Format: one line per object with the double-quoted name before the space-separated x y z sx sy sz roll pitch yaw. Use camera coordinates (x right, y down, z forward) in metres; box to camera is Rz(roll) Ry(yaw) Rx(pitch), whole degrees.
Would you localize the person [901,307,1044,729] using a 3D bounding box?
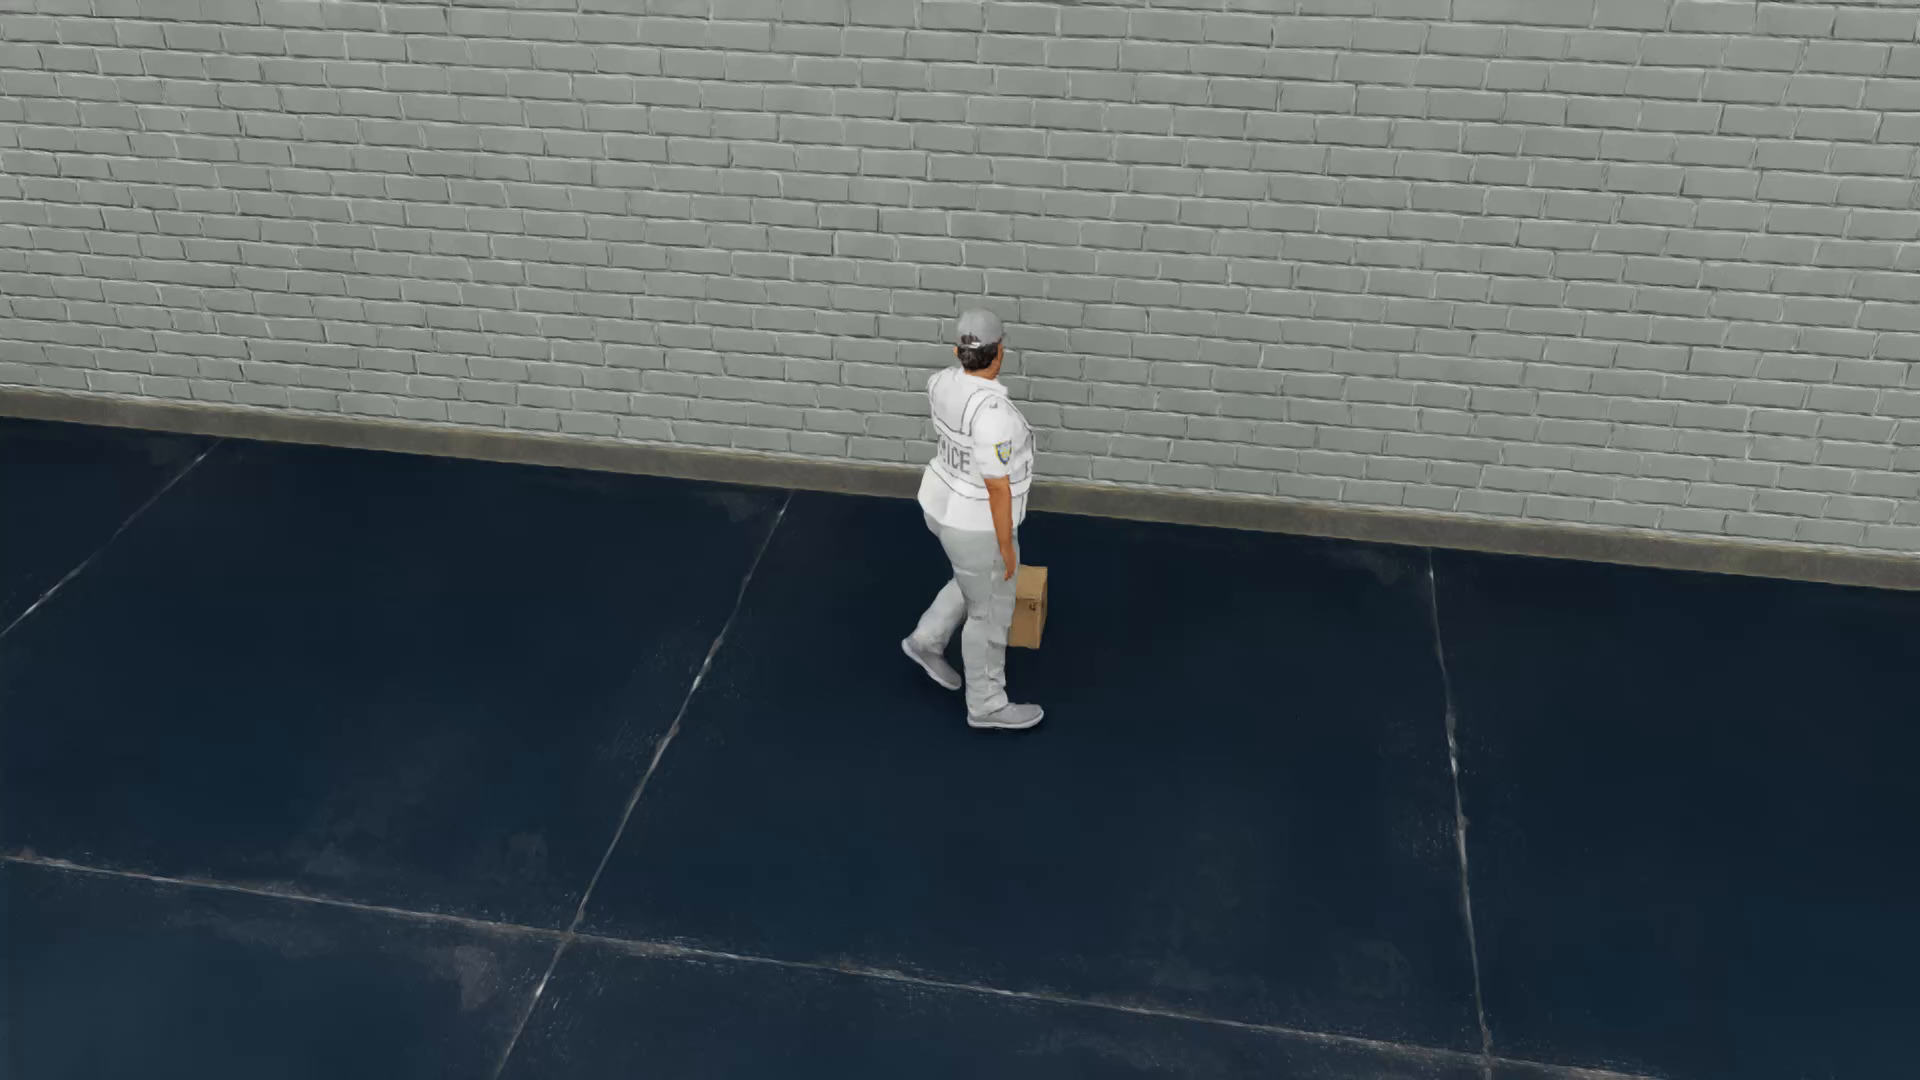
"person" 0.038 -0.068 6.232 0.487 1.640 0.588 -13 35 -19
